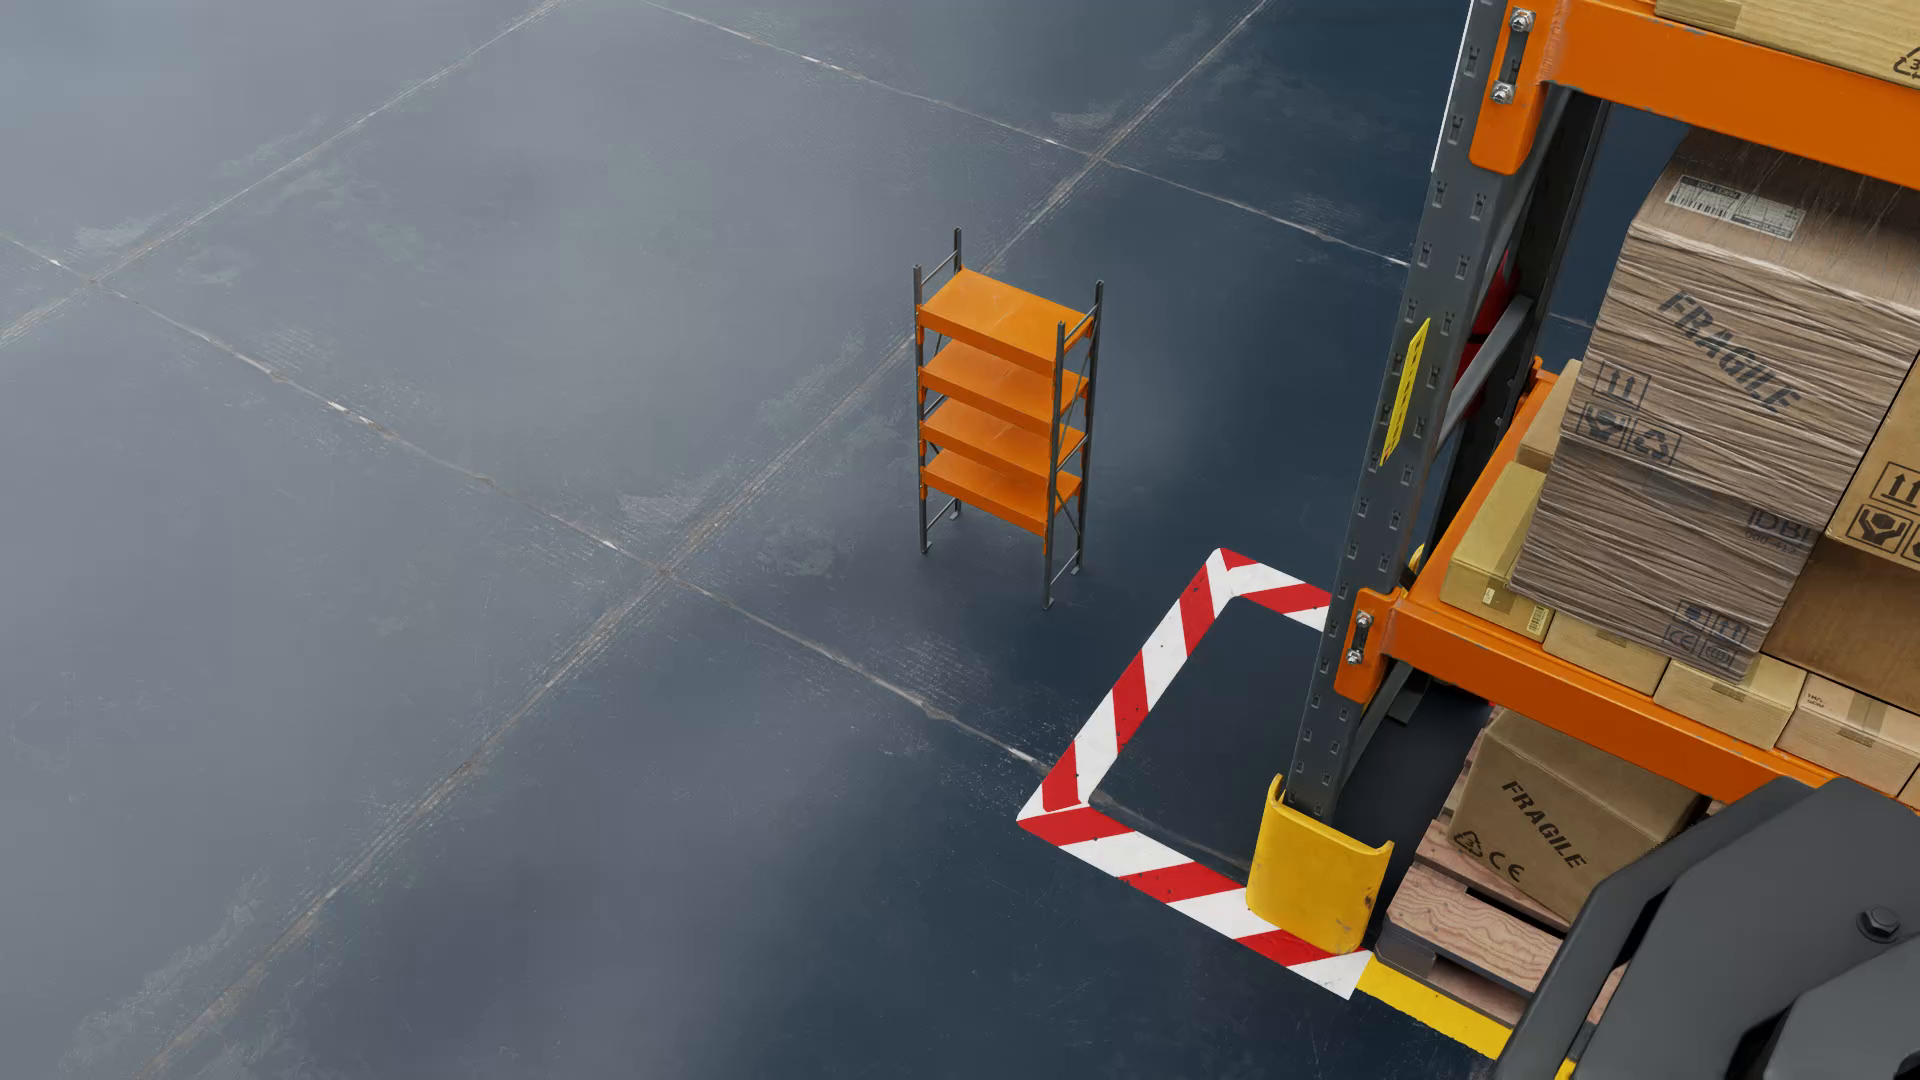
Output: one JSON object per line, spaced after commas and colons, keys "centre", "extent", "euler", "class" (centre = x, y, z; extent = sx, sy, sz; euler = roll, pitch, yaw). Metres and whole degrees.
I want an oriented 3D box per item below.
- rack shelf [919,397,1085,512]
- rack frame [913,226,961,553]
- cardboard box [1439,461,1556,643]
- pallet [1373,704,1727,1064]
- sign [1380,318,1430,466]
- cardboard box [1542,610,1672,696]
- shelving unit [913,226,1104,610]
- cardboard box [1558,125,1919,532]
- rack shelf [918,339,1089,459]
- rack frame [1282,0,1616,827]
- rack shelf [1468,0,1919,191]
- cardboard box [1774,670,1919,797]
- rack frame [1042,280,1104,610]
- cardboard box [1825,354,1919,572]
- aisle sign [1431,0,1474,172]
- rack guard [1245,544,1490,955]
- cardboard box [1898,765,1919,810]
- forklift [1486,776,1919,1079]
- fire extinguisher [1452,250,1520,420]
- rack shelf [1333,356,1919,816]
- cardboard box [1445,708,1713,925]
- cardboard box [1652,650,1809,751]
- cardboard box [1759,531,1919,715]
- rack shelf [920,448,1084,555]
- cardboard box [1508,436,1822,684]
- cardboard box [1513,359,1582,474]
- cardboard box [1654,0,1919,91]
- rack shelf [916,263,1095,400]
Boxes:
{"centre": [0.139, -0.307, 5.306], "extent": [0.480, 0.148, 0.258], "euler": [25, 51, 22], "class": "rack shelf"}
{"centre": [-0.066, -0.449, 5.349], "extent": [0.015, 1.200, 0.240], "euler": [25, 51, 22], "class": "rack frame"}
{"centre": [1.298, 0.022, 3.813], "extent": [0.250, 0.149, 0.380], "euler": [25, 51, 22], "class": "cardboard box"}
{"centre": [1.915, 1.017, 4.615], "extent": [1.213, 0.211, 1.003], "euler": [25, 51, 22], "class": "pallet"}
{"centre": [0.894, -0.294, 3.341], "extent": [0.005, 0.325, 0.100], "euler": [25, 51, 22], "class": "sign"}
{"centre": [1.498, 0.130, 3.707], "extent": [0.250, 0.149, 0.380], "euler": [25, 51, 22], "class": "cardboard box"}
{"centre": [0.139, -0.354, 5.257], "extent": [0.503, 1.200, 0.258], "euler": [25, 51, 22], "class": "shelving unit"}
{"centre": [1.502, -0.430, 3.102], "extent": [0.500, 0.500, 0.500], "euler": [25, 51, 22], "class": "cardboard box"}
{"centre": [0.139, -0.463, 5.145], "extent": [0.480, 0.148, 0.258], "euler": [25, 51, 22], "class": "rack shelf"}
{"centre": [1.186, -0.320, 3.970], "extent": [0.127, 3.000, 1.000], "euler": [25, 51, 22], "class": "rack frame"}
{"centre": [2.870, -0.341, 2.399], "extent": [4.000, 0.370, 1.077], "euler": [25, 51, 22], "class": "rack shelf"}
{"centre": [1.922, 0.320, 3.523], "extent": [0.250, 0.149, 0.380], "euler": [25, 51, 22], "class": "cardboard box"}
{"centre": [0.345, -0.260, 5.166], "extent": [0.015, 1.200, 0.240], "euler": [25, 51, 22], "class": "rack frame"}
{"centre": [1.919, -0.232, 2.909], "extent": [0.500, 0.500, 0.500], "euler": [25, 51, 22], "class": "cardboard box"}
{"centre": [0.972, -1.069, 2.885], "extent": [0.004, 0.787, 0.394], "euler": [25, 51, 22], "class": "aisle sign"}
{"centre": [1.250, 0.580, 4.838], "extent": [0.348, 0.500, 1.175], "euler": [25, 51, 22], "class": "rack guard"}
{"centre": [2.128, 0.421, 3.424], "extent": [0.250, 0.149, 0.380], "euler": [25, 51, 22], "class": "cardboard box"}
{"centre": [1.121, 1.728, 2.027], "extent": [3.031, 2.935, 1.130], "euler": [28, 52, 25], "class": "forklift"}
{"centre": [1.339, -0.616, 4.311], "extent": [0.183, 0.674, 0.296], "euler": [25, 51, 22], "class": "fire extinguisher"}
{"centre": [2.870, 0.705, 3.475], "extent": [4.000, 0.370, 1.077], "euler": [25, 51, 22], "class": "rack shelf"}
{"centre": [1.703, 0.656, 4.471], "extent": [0.500, 0.500, 0.500], "euler": [34, 55, 29], "class": "cardboard box"}
{"centre": [1.700, 0.236, 3.604], "extent": [0.250, 0.149, 0.380], "euler": [25, 51, 22], "class": "cardboard box"}
{"centre": [2.120, -0.108, 3.486], "extent": [0.500, 0.500, 0.875], "euler": [25, 51, 22], "class": "cardboard box"}
{"centre": [0.139, -0.169, 5.448], "extent": [0.480, 0.148, 0.258], "euler": [25, 51, 22], "class": "rack shelf"}
{"centre": [1.635, -0.229, 3.604], "extent": [0.500, 0.500, 0.875], "euler": [25, 51, 22], "class": "cardboard box"}
{"centre": [1.538, -0.247, 4.074], "extent": [0.250, 0.149, 0.380], "euler": [25, 51, 22], "class": "cardboard box"}
{"centre": [1.452, -0.971, 2.615], "extent": [0.500, 0.250, 0.500], "euler": [26, 51, 23], "class": "cardboard box"}
{"centre": [0.139, -0.628, 4.976], "extent": [0.480, 0.148, 0.258], "euler": [25, 51, 22], "class": "rack shelf"}
